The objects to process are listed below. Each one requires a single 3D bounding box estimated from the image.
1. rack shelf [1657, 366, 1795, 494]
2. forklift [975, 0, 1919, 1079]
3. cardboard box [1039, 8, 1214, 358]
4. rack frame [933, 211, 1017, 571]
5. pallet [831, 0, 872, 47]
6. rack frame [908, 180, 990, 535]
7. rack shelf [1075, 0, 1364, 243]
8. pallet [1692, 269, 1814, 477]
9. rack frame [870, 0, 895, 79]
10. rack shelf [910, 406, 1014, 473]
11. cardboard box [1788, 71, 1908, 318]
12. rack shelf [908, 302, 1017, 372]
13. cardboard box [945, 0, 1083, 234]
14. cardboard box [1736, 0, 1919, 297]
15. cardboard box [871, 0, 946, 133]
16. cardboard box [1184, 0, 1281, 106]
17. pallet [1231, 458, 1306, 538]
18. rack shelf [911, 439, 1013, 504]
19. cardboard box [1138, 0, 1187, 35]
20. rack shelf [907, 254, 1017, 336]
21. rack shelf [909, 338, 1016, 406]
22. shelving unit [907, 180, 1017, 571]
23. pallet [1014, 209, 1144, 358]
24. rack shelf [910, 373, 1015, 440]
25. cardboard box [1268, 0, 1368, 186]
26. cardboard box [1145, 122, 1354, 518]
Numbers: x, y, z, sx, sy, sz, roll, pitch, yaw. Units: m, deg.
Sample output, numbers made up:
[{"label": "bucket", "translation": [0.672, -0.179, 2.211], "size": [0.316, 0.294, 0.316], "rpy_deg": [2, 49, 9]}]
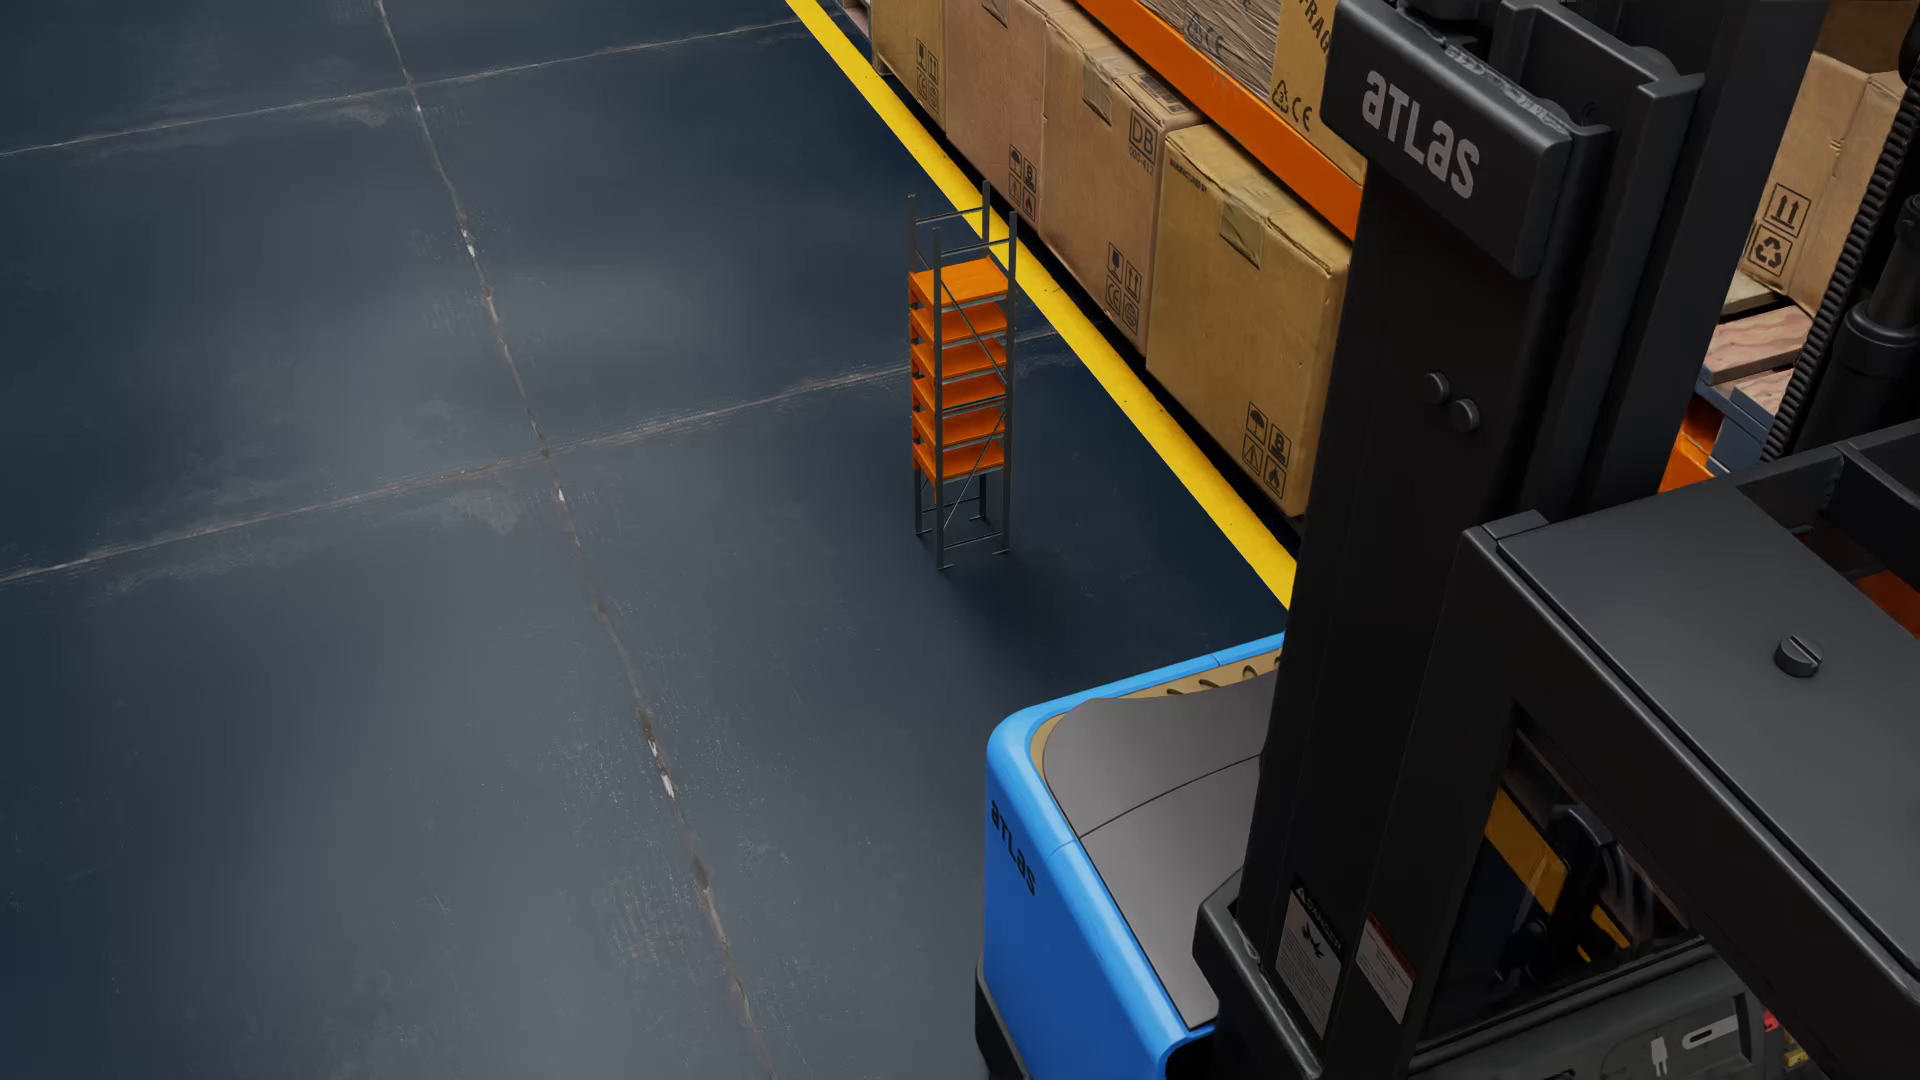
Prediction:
[{"label": "rack shelf", "translation": [2.367, 0.436, 2.994], "size": [1.077, 0.370, 4.000], "rpy_deg": [-15, 43, -17]}, {"label": "forklift", "translation": [1.052, 0.824, 2.044], "size": [1.130, 2.935, 3.031], "rpy_deg": [-15, 43, -16]}, {"label": "cardboard box", "translation": [1.023, -1.355, 5.832], "size": [1.225, 0.875, 0.875], "rpy_deg": [-15, 43, -17]}, {"label": "rack frame", "translation": [0.041, -0.391, 4.785], "size": [0.240, 1.200, 0.006], "rpy_deg": [-15, 43, -17]}, {"label": "pallet", "translation": [-0.148, -2.871, 8.427], "size": [1.003, 0.211, 1.213], "rpy_deg": [-15, 43, -17]}, {"label": "rack frame", "translation": [-0.029, -0.501, 4.913], "size": [0.240, 1.200, 0.006], "rpy_deg": [-15, 43, -17]}, {"label": "rack shelf", "translation": [0.836, -1.973, 5.796], "size": [1.077, 0.370, 4.000], "rpy_deg": [-15, 43, -17]}, {"label": "pallet", "translation": [1.972, -0.566, 3.755], "size": [1.213, 0.211, 1.003], "rpy_deg": [-15, 43, -17]}, {"label": "rack frame", "translation": [0.071, -3.451, 6.963], "size": [1.000, 3.000, 0.127], "rpy_deg": [-15, 43, -17]}, {"label": "rack shelf", "translation": [0.006, -0.322, 4.956], "size": [0.258, 0.103, 0.180], "rpy_deg": [-15, 43, -17]}, {"label": "cardboard box", "translation": [2.151, -0.612, 3.262], "size": [0.700, 0.500, 0.500], "rpy_deg": [-9, 42, -11]}, {"label": "rack shelf", "translation": [0.006, -0.594, 4.721], "size": [0.258, 0.103, 0.180], "rpy_deg": [-15, 43, -17]}, {"label": "cardboard box", "translation": [0.677, -1.886, 6.450], "size": [1.225, 0.875, 0.875], "rpy_deg": [-17, 43, -18]}, {"label": "cardboard box", "translation": [1.845, -0.923, 3.624], "size": [0.500, 0.500, 0.500], "rpy_deg": [-20, 45, -22]}, {"label": "cardboard box", "translation": [0.334, -2.424, 7.076], "size": [1.225, 0.875, 0.875], "rpy_deg": [-15, 43, -17]}, {"label": "cardboard box", "translation": [0.998, -1.617, 4.753], "size": [0.500, 0.500, 0.500], "rpy_deg": [-15, 43, -17]}, {"label": "pallet", "translation": [1.369, -0.478, 5.644], "size": [1.003, 0.211, 1.213], "rpy_deg": [-15, 43, -17]}, {"label": "rack shelf", "translation": [0.006, -0.231, 5.034], "size": [0.258, 0.103, 0.180], "rpy_deg": [-15, 43, -17]}, {"label": "cardboard box", "translation": [0.797, -1.929, 5.115], "size": [0.500, 0.500, 0.500], "rpy_deg": [-16, 43, -18]}, {"label": "rack shelf", "translation": [0.006, -0.685, 4.643], "size": [0.258, 0.103, 0.180], "rpy_deg": [-15, 43, -17]}, {"label": "rack shelf", "translation": [0.006, -0.504, 4.799], "size": [0.258, 0.103, 0.180], "rpy_deg": [-15, 43, -17]}, {"label": "shelving unit", "translation": [0.006, -0.446, 4.849], "size": [0.258, 1.200, 0.189], "rpy_deg": [-15, 43, -17]}, {"label": "pallet", "translation": [0.906, -1.212, 6.497], "size": [1.003, 0.211, 1.213], "rpy_deg": [-15, 43, -17]}, {"label": "rack shelf", "translation": [0.006, -0.413, 4.878], "size": [0.258, 0.103, 0.180], "rpy_deg": [-15, 43, -17]}, {"label": "cardboard box", "translation": [1.184, -1.315, 4.402], "size": [0.500, 0.500, 0.500], "rpy_deg": [-14, 43, -16]}, {"label": "cardboard box", "translation": [1.357, -0.816, 5.206], "size": [1.225, 0.875, 0.875], "rpy_deg": [-17, 44, -19]}]
